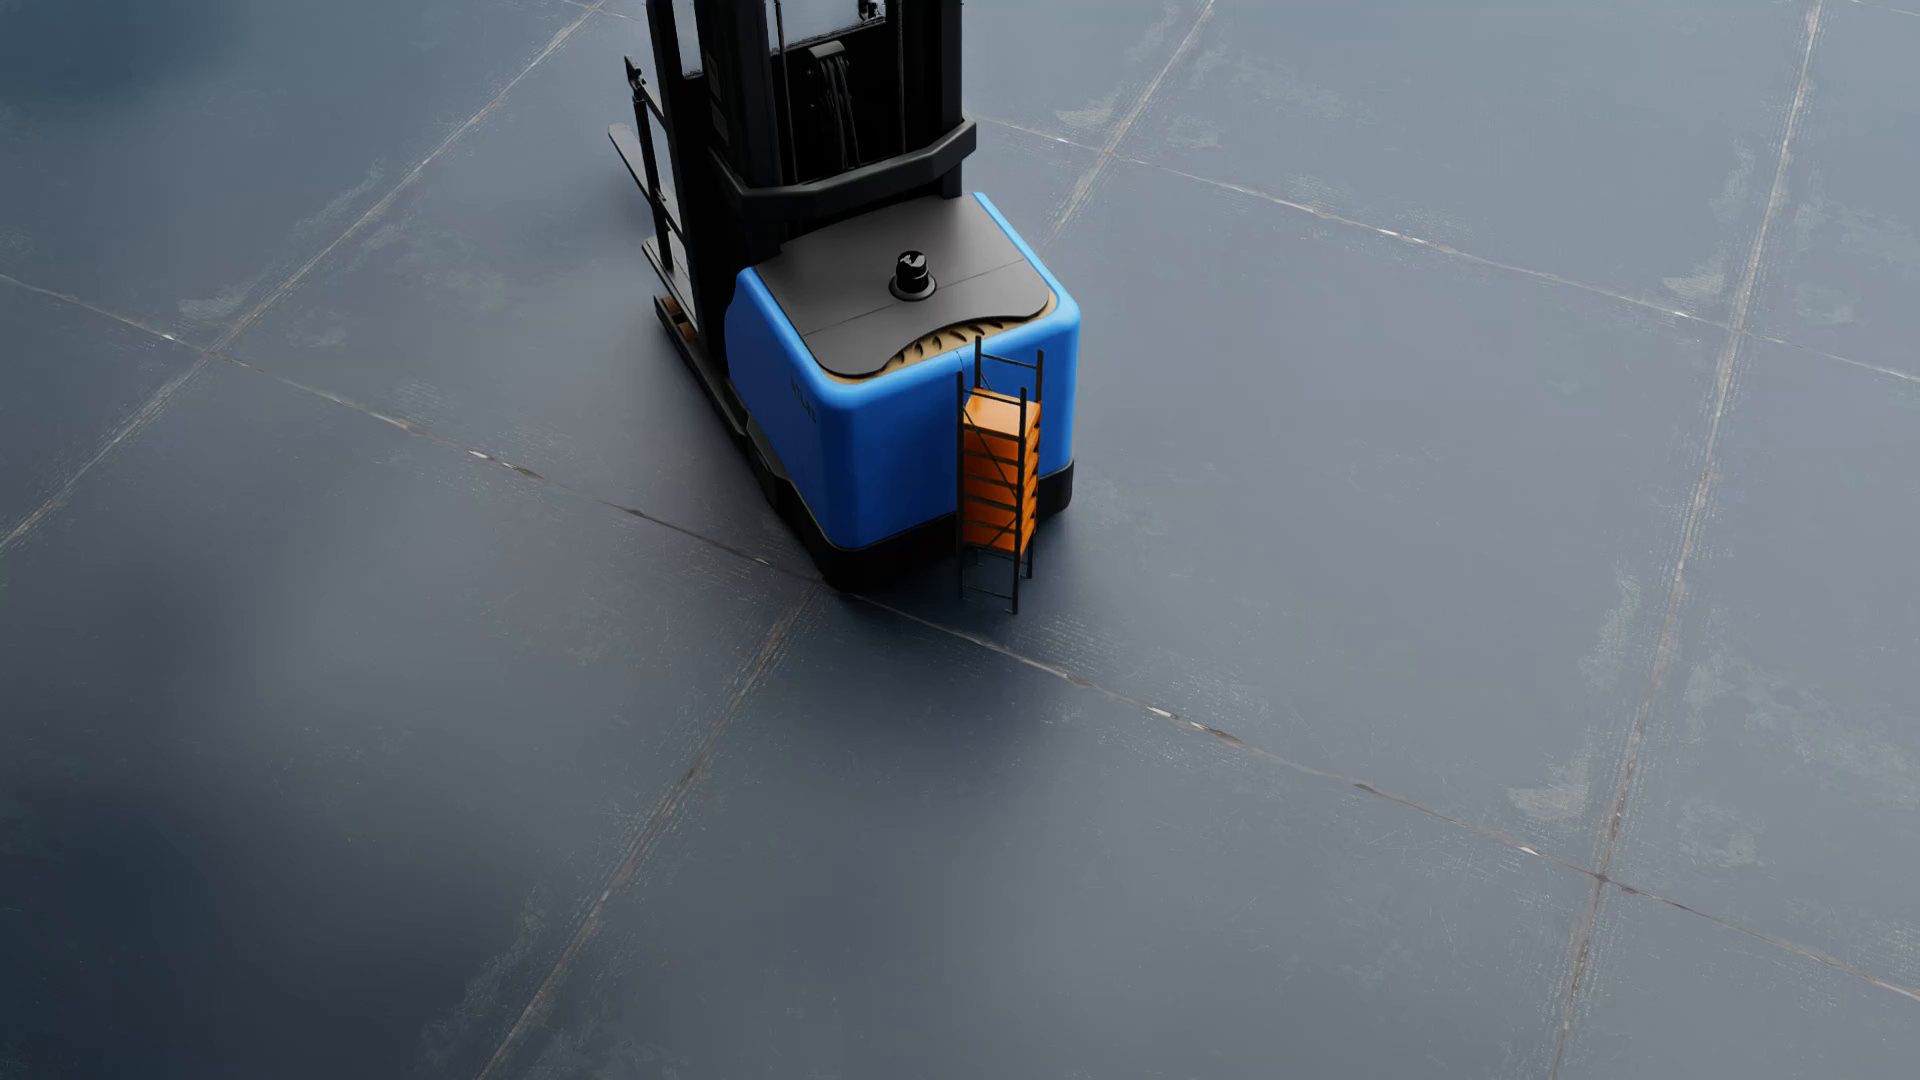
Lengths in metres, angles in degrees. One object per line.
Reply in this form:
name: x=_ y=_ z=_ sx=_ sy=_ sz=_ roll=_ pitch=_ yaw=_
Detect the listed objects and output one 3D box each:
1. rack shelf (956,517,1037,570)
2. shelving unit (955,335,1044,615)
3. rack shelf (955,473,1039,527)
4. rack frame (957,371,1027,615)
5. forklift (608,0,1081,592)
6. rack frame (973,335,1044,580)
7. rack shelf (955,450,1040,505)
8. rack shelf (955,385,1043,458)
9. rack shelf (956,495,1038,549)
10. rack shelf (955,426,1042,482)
rack shelf: x=0.135 y=-0.018 z=6.166 sx=0.258 sy=0.103 sz=0.180 roll=15 pitch=51 yaw=12
shelving unit: x=0.135 y=-0.202 z=5.949 sx=0.258 sy=1.200 sz=0.189 roll=15 pitch=51 yaw=12
rack shelf: x=0.135 y=-0.173 z=5.983 sx=0.258 sy=0.103 sz=0.180 roll=15 pitch=51 yaw=12
rack frame: x=0.105 y=-0.136 z=5.893 sx=0.240 sy=1.200 sz=0.006 roll=15 pitch=51 yaw=12
forklift: x=-0.685 y=-1.885 z=6.244 sx=1.130 sy=2.935 sz=3.031 roll=-22 pitch=53 yaw=-17
rack frame: x=0.165 y=-0.268 z=6.005 sx=0.240 sy=1.200 sz=0.006 roll=15 pitch=51 yaw=12
rack shelf: x=0.135 y=-0.251 z=5.892 sx=0.258 sy=0.103 sz=0.180 roll=15 pitch=51 yaw=12
rack shelf: x=0.135 y=-0.407 z=5.709 sx=0.258 sy=0.103 sz=0.180 roll=15 pitch=51 yaw=12
rack shelf: x=0.135 y=-0.095 z=6.074 sx=0.258 sy=0.103 sz=0.180 roll=15 pitch=51 yaw=12
rack shelf: x=0.135 y=-0.329 z=5.800 sx=0.258 sy=0.103 sz=0.180 roll=15 pitch=51 yaw=12
